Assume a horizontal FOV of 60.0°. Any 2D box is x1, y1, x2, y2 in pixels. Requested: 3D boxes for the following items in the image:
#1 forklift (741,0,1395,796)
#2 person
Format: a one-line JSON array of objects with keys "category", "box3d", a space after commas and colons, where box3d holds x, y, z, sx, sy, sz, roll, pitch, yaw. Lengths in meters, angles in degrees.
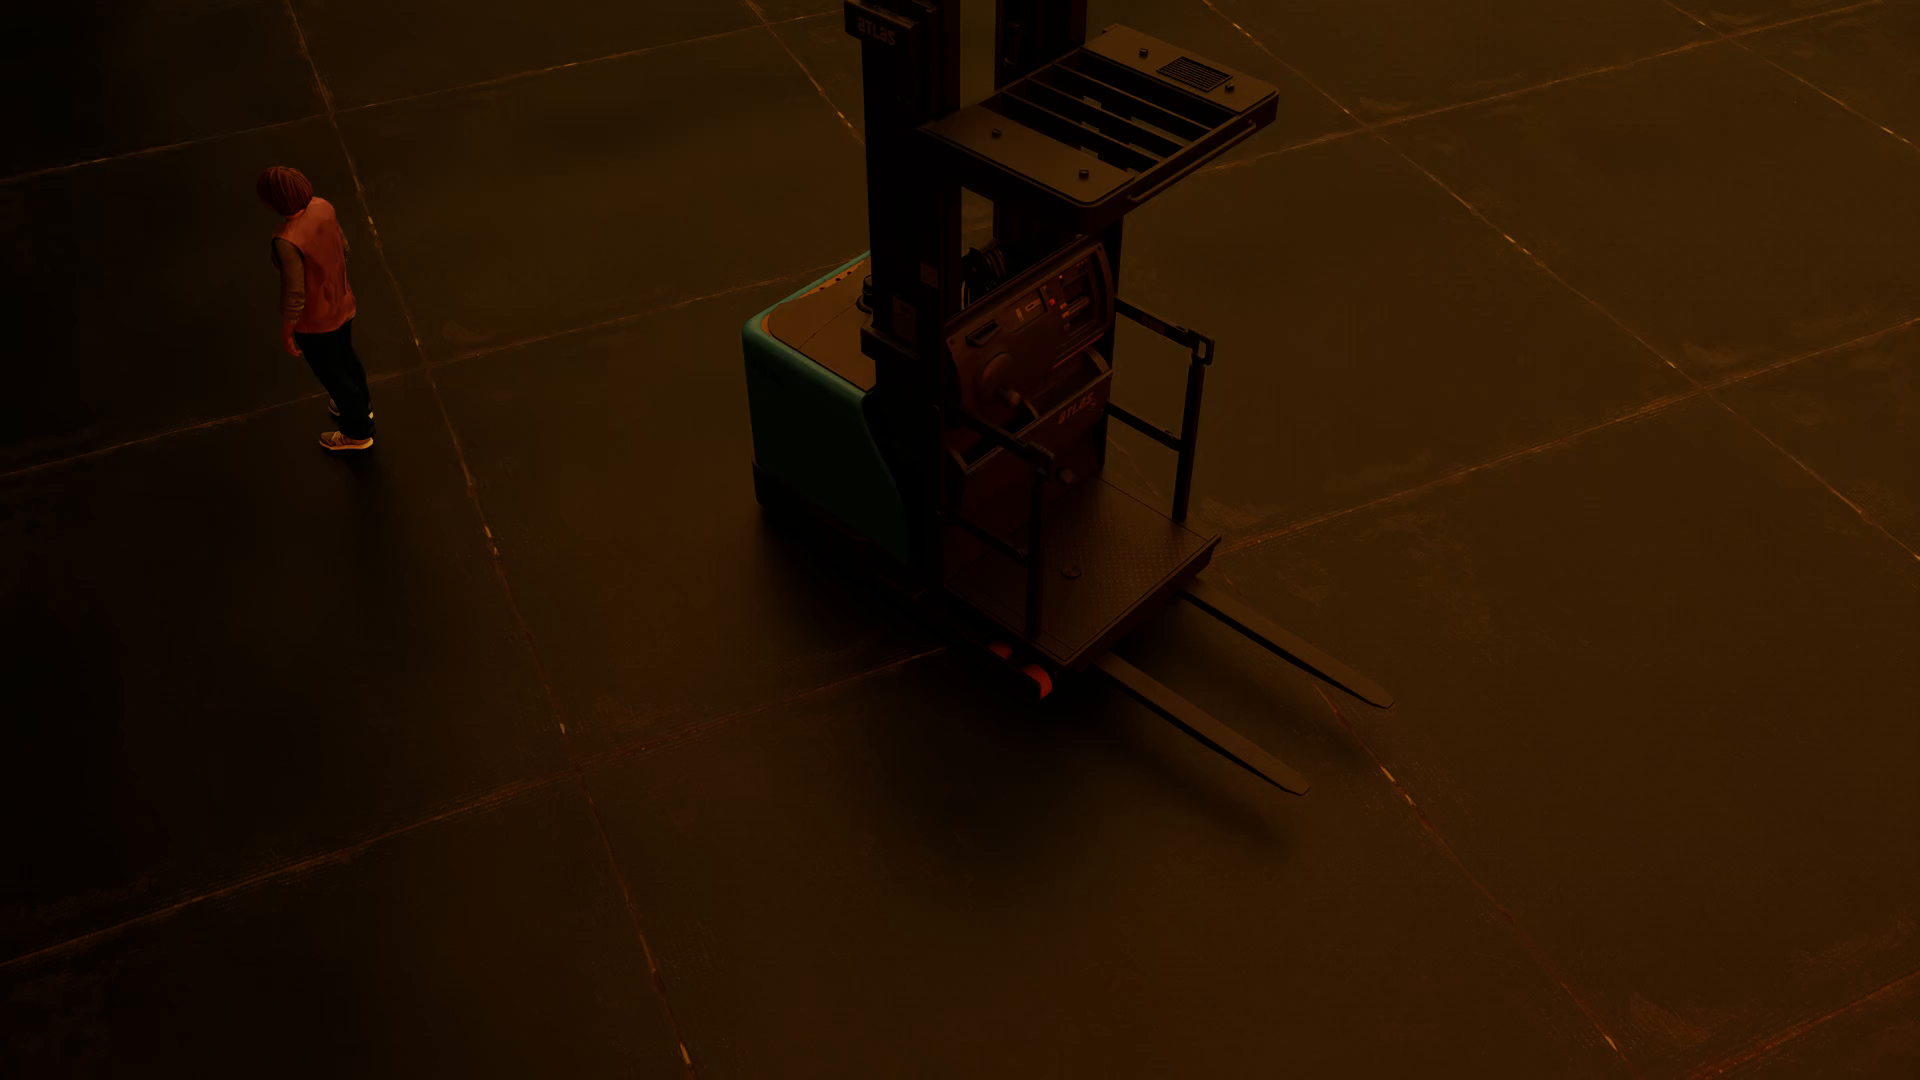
[{"category": "forklift", "box3d": [0.445, -0.788, 6.525, 3.031, 2.935, 1.130, 32, 52, 30]}, {"category": "person", "box3d": [-3.058, -1.078, 7.801, 0.474, 1.598, 0.519, 10, 44, 11]}]
